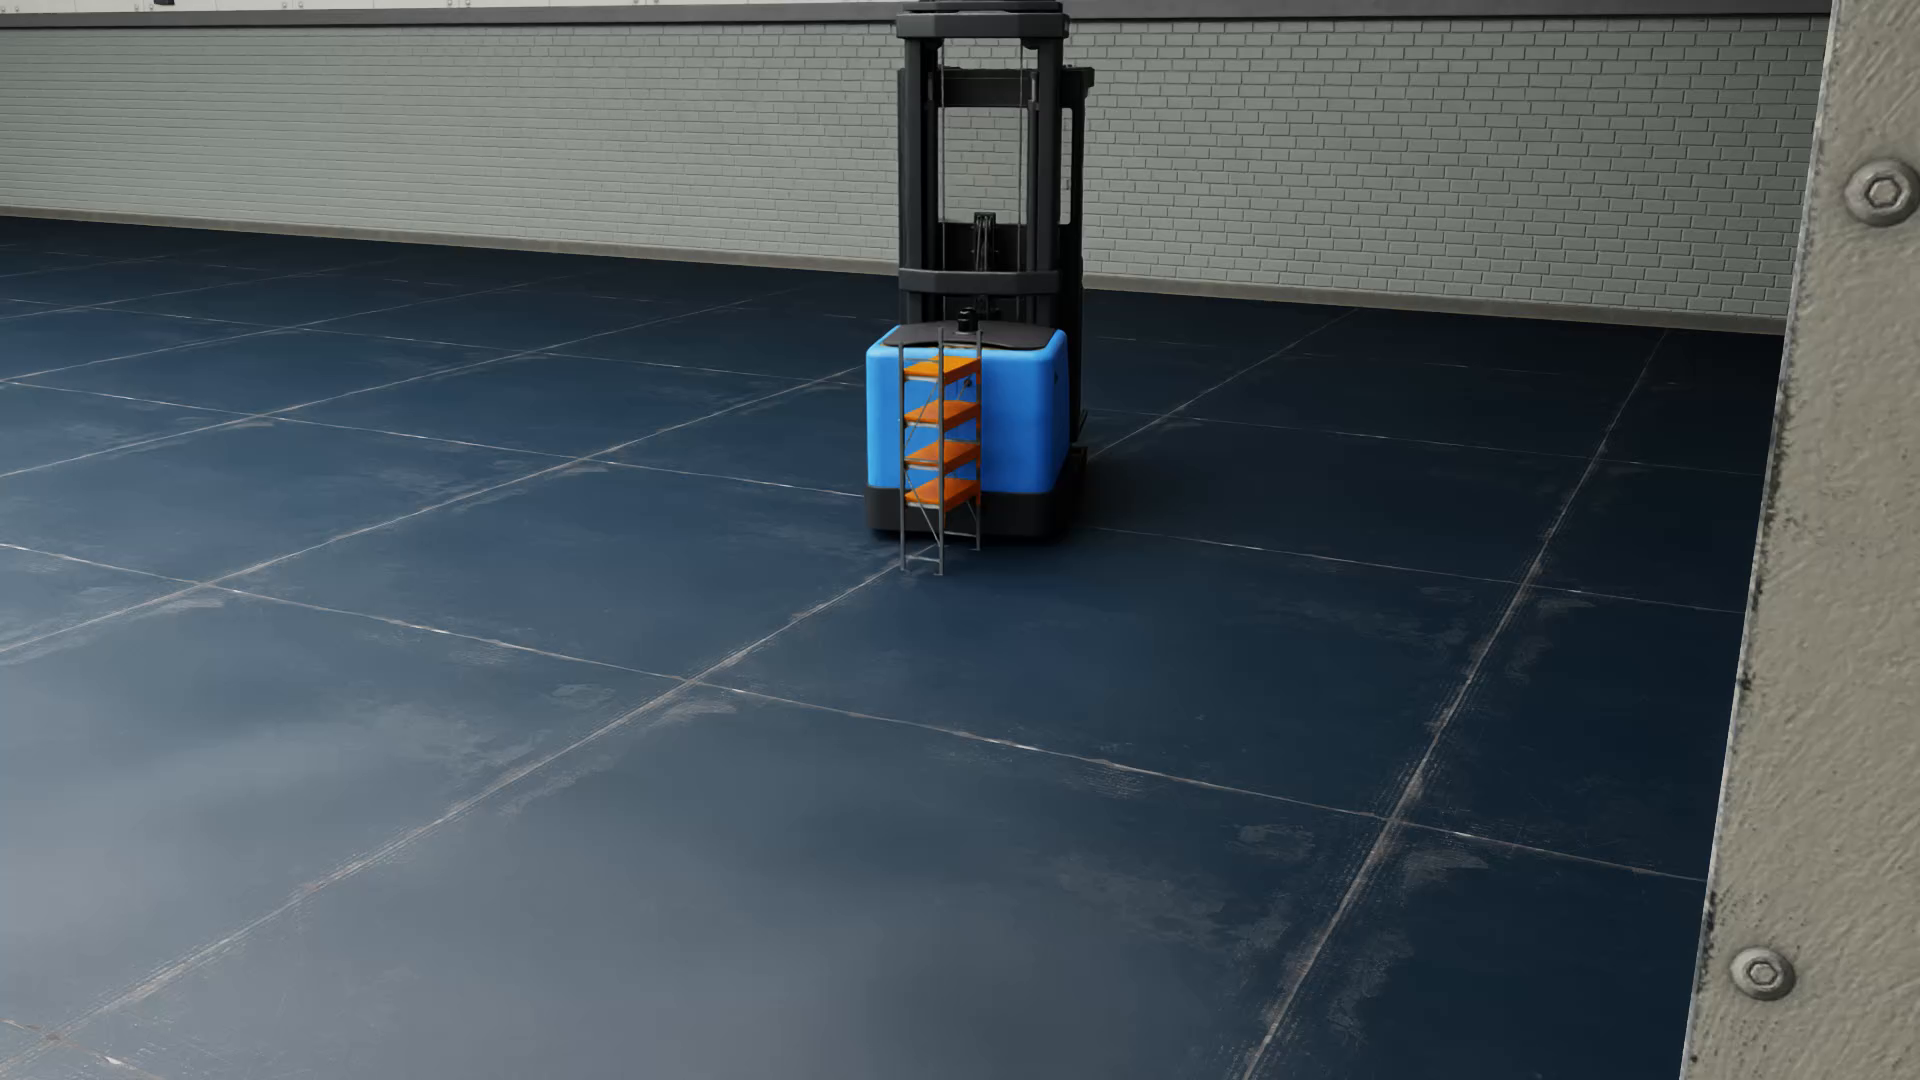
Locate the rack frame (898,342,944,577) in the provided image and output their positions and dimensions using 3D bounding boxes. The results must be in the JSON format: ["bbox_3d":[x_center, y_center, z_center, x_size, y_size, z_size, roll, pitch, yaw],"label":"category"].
[{"bbox_3d":[-0.195,-0.400,8.442,0.240,1.200,0.015,7,18,22],"label":"rack frame"}]

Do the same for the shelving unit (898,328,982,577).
[{"bbox_3d":[-0.098,-0.464,8.657,0.258,1.200,0.503,7,18,22],"label":"shelving unit"}]

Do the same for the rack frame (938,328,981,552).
[{"bbox_3d":[-0.001,-0.528,8.871,0.240,1.200,0.015,7,18,22],"label":"rack frame"}]

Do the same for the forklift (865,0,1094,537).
[{"bbox_3d":[0.217,-1.798,10.108,1.130,2.935,3.031,3,17,9],"label":"forklift"}]

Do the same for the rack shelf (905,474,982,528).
[{"bbox_3d":[-0.098,-0.209,8.732,0.258,0.148,0.480,7,18,22],"label":"rack shelf"}]

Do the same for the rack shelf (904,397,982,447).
[{"bbox_3d":[-0.098,-0.614,8.612,0.258,0.148,0.480,7,18,22],"label":"rack shelf"}]

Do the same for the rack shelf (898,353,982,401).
[{"bbox_3d":[-0.098,-0.841,8.545,0.258,0.148,0.480,7,18,22],"label":"rack shelf"}]

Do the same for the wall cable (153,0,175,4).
[{"bbox_3d":[-10.593,-10.475,22.691,2.305,6.003,0.169,8,18,25],"label":"wall cable"}]

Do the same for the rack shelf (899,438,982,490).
[{"bbox_3d":[-0.098,-0.399,8.676,0.258,0.148,0.480,7,18,22],"label":"rack shelf"}]
